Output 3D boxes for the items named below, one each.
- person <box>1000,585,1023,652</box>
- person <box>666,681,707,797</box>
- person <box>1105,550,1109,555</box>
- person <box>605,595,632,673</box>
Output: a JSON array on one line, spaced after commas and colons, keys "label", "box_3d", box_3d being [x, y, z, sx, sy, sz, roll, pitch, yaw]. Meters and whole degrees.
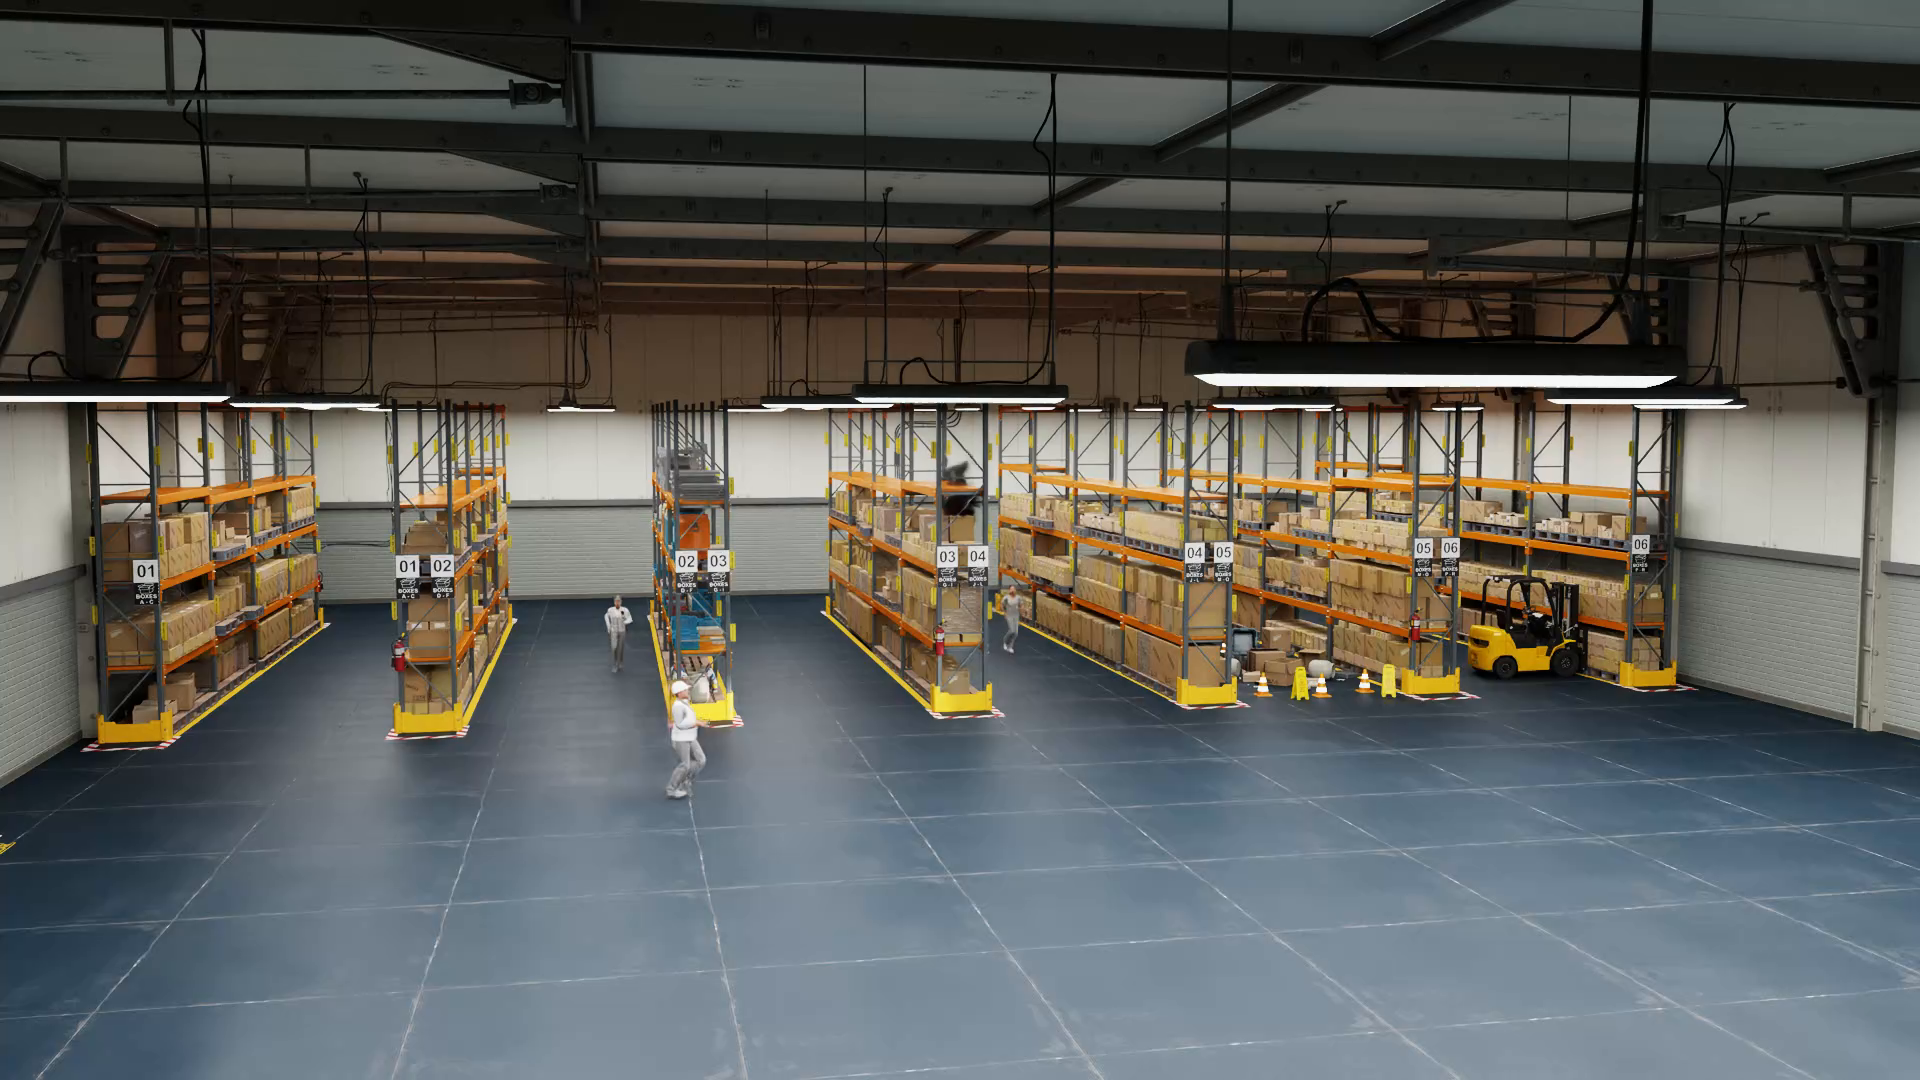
[{"label": "person", "box_3d": [1.284, 1.890, 40.018, 0.551, 1.637, 0.558, -1, 5, -17]}, {"label": "person", "box_3d": [-4.062, 2.981, 24.785, 0.658, 1.779, 0.641, 0, 4, 6]}, {"label": "person", "box_3d": [4.524, 1.042, 50.767, 0.603, 1.741, 0.675, -1, 4, -8]}, {"label": "person", "box_3d": [-7.619, 2.091, 37.147, 0.597, 1.753, 0.757, -1, 4, -13]}]
